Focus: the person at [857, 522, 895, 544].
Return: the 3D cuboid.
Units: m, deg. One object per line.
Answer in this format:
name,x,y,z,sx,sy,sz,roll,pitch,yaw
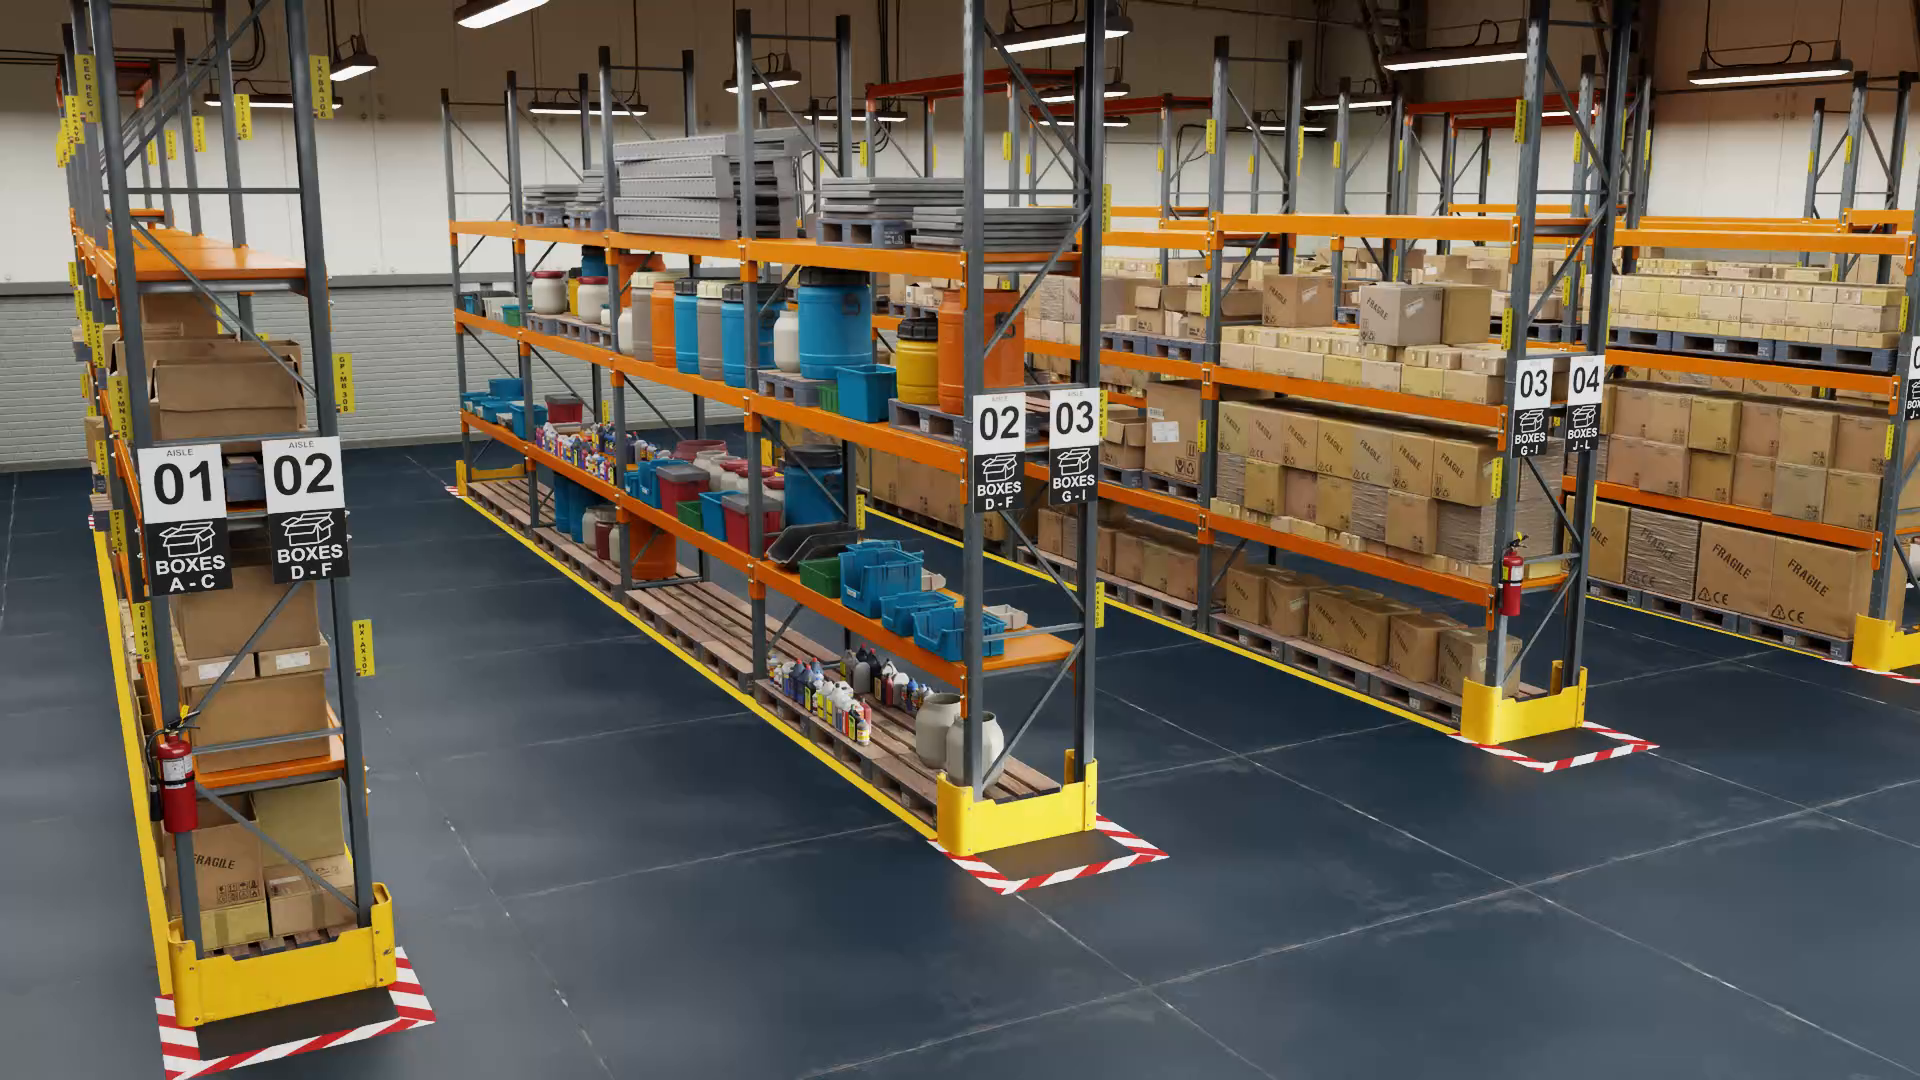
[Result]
person,-1.039,0.249,18.543,0.460,0.947,0.855,-7,14,-31
